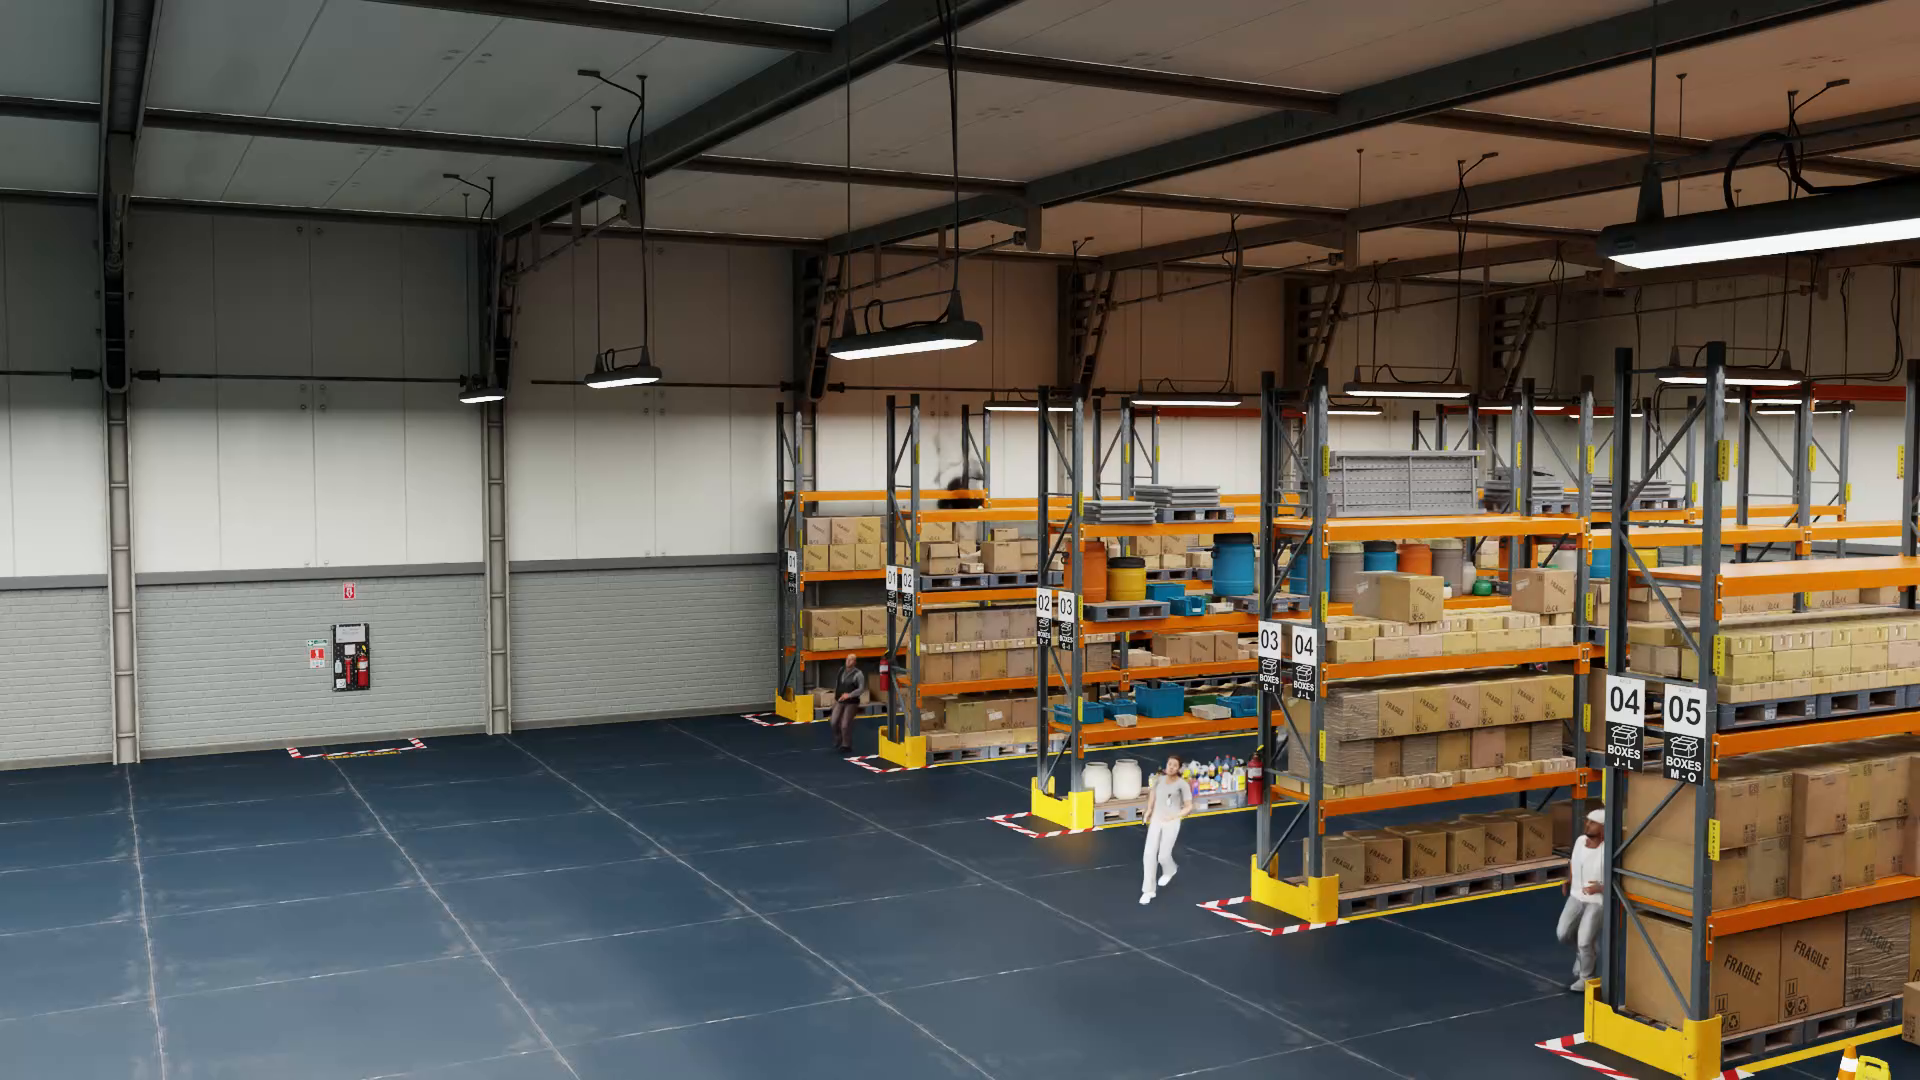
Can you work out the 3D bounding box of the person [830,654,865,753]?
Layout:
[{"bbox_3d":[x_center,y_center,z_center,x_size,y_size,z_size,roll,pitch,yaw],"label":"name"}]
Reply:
[{"bbox_3d":[-1.906,2.754,27.954,0.661,1.695,0.558,2,4,26],"label":"person"}]

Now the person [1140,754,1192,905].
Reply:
[{"bbox_3d":[2.348,3.272,18.943,0.604,1.660,0.776,2,4,32],"label":"person"}]

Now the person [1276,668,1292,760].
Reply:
[{"bbox_3d":[5.478,2.708,27.459,0.814,1.824,0.640,-2,4,-37],"label":"person"}]

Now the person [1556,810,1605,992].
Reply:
[{"bbox_3d":[5.985,3.422,15.806,0.571,1.710,0.747,-2,4,-32],"label":"person"}]
